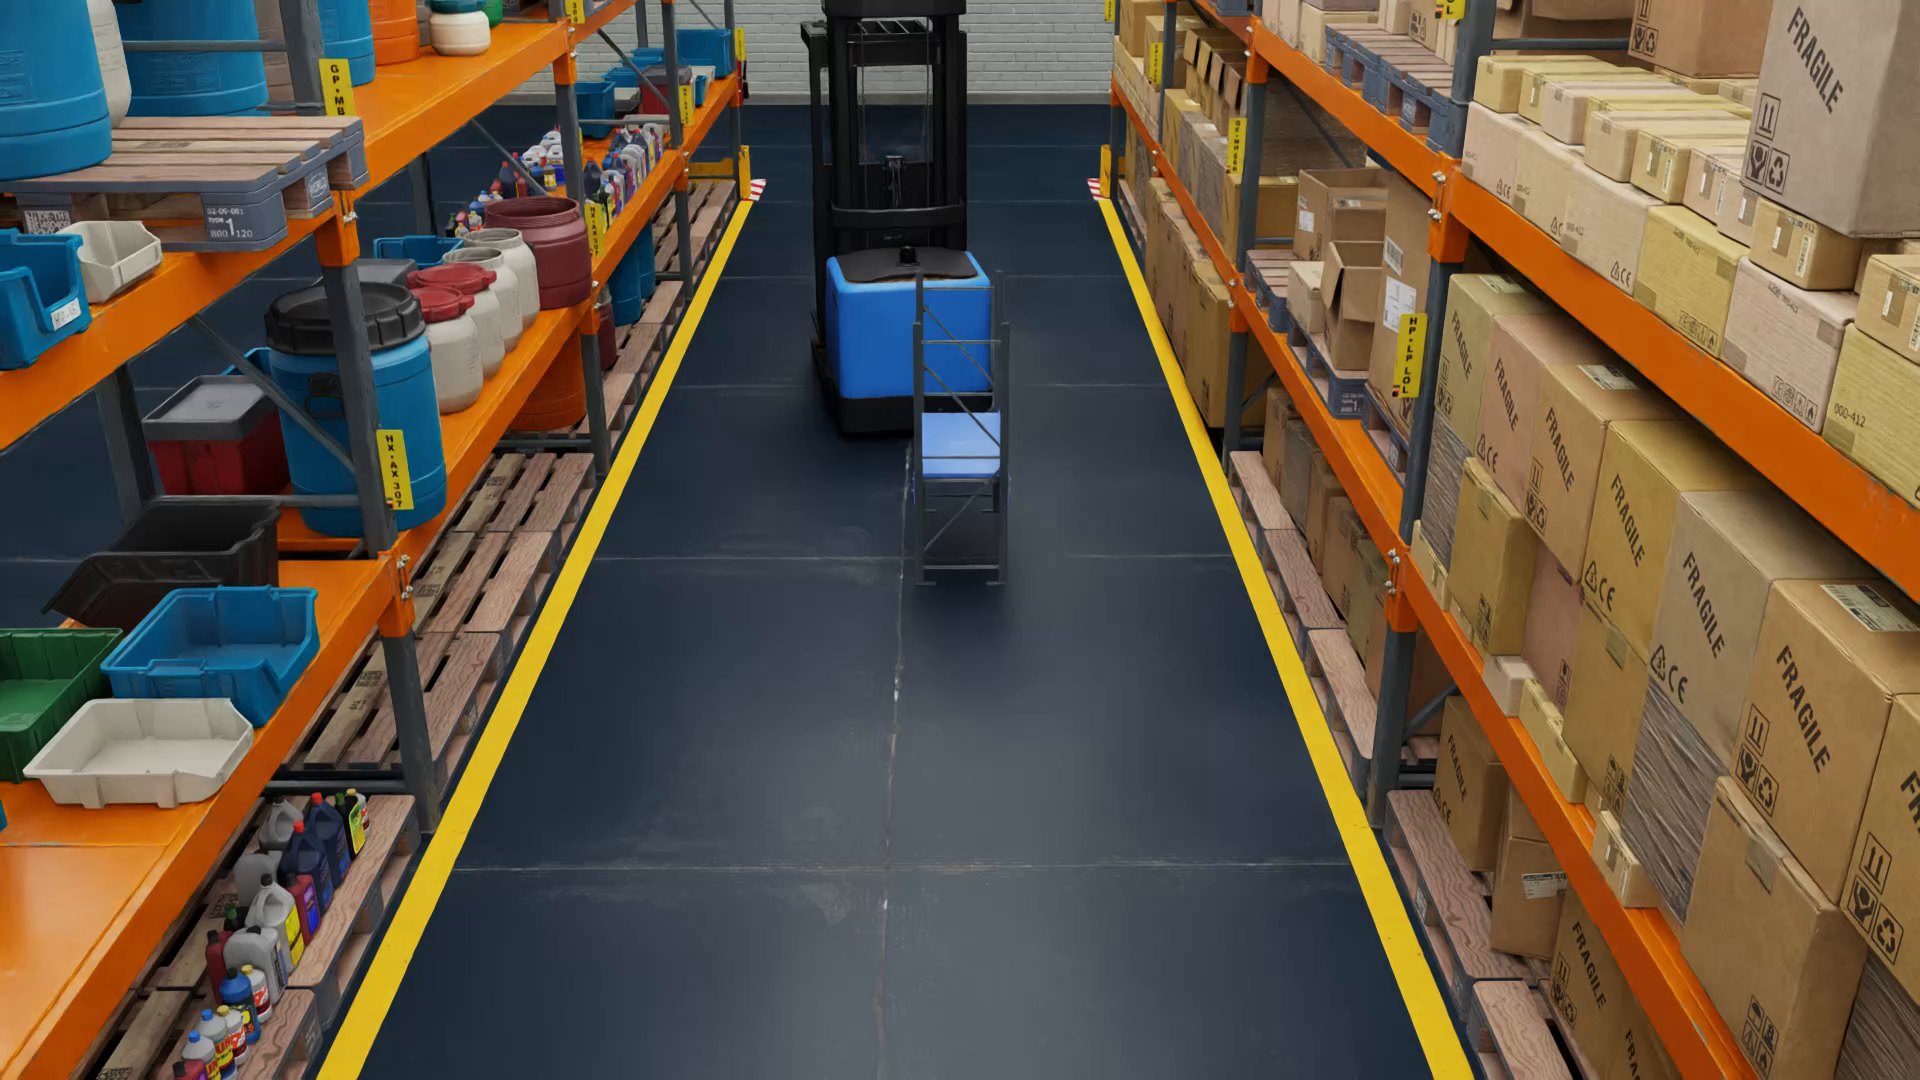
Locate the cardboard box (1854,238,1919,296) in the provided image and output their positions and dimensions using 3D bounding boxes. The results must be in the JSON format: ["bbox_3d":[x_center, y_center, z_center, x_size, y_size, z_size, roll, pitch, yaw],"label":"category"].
[{"bbox_3d":[2.065,-0.537,3.355,0.380,0.149,0.250,0,24,0],"label":"cardboard box"}]

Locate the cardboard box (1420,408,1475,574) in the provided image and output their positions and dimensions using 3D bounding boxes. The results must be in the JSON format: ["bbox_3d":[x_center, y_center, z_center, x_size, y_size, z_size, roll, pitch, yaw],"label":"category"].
[{"bbox_3d":[2.183,-0.161,5.984,0.875,0.500,0.500,0,24,-1],"label":"cardboard box"}]

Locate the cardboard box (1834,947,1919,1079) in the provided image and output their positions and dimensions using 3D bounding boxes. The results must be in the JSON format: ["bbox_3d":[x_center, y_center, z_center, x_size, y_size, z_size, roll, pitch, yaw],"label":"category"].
[{"bbox_3d":[2.305,1.074,3.252,0.875,0.500,0.500,0,24,-1],"label":"cardboard box"}]

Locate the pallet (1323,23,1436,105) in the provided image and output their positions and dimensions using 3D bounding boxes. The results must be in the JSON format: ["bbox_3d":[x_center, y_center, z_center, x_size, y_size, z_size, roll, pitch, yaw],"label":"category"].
[{"bbox_3d":[2.325,-2.129,7.406,1.213,0.211,1.003,0,24,-1],"label":"pallet"}]

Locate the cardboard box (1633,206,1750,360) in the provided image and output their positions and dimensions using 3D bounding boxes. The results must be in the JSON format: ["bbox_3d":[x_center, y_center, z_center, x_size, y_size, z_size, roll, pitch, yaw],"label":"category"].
[{"bbox_3d":[2.008,-0.638,4.062,0.500,0.250,0.500,-1,24,-1],"label":"cardboard box"}]

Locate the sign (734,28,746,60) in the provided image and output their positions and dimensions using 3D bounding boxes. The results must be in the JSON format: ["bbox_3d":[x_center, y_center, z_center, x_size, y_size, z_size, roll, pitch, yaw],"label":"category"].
[{"bbox_3d":[-2.294,-5.172,17.347,0.100,0.325,0.005,0,24,-1],"label":"sign"}]

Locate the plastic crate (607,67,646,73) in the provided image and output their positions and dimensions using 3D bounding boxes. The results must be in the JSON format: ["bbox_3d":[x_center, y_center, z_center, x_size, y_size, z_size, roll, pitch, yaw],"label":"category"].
[{"bbox_3d":[-3.156,-4.394,15.955,0.416,0.233,0.300,0,24,-1],"label":"plastic crate"}]

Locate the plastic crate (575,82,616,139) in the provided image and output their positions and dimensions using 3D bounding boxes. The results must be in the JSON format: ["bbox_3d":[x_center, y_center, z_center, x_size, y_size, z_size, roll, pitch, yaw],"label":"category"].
[{"bbox_3d":[-3.147,-3.651,14.129,0.392,0.384,0.575,0,24,-1],"label":"plastic crate"}]

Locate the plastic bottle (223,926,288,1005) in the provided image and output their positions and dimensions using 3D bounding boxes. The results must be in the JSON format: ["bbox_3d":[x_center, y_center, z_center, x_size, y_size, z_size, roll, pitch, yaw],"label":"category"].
[{"bbox_3d":[-2.414,1.440,5.697,0.152,0.276,0.135,0,24,0],"label":"plastic bottle"}]

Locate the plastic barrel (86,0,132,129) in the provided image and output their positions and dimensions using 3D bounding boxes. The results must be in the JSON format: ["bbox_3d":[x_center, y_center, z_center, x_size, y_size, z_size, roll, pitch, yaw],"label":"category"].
[{"bbox_3d":[-2.905,-1.574,5.306,0.421,0.512,0.421,0,24,0],"label":"plastic barrel"}]

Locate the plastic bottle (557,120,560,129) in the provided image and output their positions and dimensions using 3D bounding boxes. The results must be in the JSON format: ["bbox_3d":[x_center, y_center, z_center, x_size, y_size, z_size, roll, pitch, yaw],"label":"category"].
[{"bbox_3d":[-3.223,-3.234,13.402,0.061,0.283,0.133,0,24,-1],"label":"plastic bottle"}]

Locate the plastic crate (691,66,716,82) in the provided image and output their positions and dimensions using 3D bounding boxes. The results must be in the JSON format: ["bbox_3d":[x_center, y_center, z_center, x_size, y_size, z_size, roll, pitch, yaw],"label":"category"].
[{"bbox_3d":[-2.654,-4.660,16.662,0.396,0.136,0.243,0,24,-1],"label":"plastic crate"}]

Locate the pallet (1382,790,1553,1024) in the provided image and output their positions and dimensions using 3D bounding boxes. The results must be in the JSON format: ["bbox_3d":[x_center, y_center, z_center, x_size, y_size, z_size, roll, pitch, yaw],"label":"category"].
[{"bbox_3d":[2.282,1.381,6.440,1.003,0.211,1.213,0,24,-1],"label":"pallet"}]

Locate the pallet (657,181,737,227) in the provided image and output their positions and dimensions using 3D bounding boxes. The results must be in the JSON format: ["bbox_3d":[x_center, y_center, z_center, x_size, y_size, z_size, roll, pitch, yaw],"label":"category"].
[{"bbox_3d":[-2.874,-3.478,17.184,1.003,0.211,1.213,0,24,-1],"label":"pallet"}]

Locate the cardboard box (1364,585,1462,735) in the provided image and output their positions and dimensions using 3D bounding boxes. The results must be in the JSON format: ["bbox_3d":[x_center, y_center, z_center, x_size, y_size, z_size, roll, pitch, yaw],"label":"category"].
[{"bbox_3d":[2.254,0.519,7.461,0.700,0.500,0.500,-2,24,-5],"label":"cardboard box"}]

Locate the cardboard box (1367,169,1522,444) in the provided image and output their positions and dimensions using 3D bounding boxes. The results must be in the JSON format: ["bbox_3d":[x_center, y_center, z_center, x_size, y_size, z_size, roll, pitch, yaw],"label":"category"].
[{"bbox_3d":[2.371,-0.959,6.992,1.000,1.000,1.000,0,24,0],"label":"cardboard box"}]

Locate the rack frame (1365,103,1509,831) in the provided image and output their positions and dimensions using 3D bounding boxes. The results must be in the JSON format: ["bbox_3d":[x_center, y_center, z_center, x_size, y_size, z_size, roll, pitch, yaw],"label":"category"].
[{"bbox_3d":[2.240,-0.166,6.477,1.000,3.000,0.127,0,24,-1],"label":"rack frame"}]

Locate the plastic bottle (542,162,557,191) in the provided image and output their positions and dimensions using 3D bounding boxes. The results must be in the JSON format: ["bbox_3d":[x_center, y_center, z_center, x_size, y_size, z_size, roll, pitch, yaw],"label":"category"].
[{"bbox_3d":[-3.039,-2.688,12.295,0.097,0.201,0.097,0,24,0],"label":"plastic bottle"}]

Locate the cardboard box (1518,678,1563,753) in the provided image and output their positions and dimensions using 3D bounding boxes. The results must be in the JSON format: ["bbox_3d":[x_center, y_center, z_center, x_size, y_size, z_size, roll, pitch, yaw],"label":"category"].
[{"bbox_3d":[1.979,0.553,5.191,0.380,0.149,0.250,0,24,-1],"label":"cardboard box"}]

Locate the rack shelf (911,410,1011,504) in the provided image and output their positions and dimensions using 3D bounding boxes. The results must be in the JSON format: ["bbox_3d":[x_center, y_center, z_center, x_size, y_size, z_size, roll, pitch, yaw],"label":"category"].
[{"bbox_3d":[0.001,-0.484,9.437,0.538,0.185,1.000,0,24,-1],"label":"rack shelf"}]

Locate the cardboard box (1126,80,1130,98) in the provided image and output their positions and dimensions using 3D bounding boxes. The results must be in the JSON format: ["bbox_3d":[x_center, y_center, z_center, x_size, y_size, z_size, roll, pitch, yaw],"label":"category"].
[{"bbox_3d":[1.799,-4.319,15.964,0.380,0.149,0.250,-1,24,-1],"label":"cardboard box"}]

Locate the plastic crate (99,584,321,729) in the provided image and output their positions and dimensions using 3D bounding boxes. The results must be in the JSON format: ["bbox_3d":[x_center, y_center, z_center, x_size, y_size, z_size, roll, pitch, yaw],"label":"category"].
[{"bbox_3d":[-2.430,0.379,5.453,0.499,0.251,0.616,0,24,-1],"label":"plastic crate"}]

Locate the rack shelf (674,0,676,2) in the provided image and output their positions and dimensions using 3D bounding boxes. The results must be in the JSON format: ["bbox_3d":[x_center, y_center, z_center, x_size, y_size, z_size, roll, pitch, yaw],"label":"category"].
[{"bbox_3d":[-2.822,-5.303,15.069,1.077,0.370,4.000,0,24,-1],"label":"rack shelf"}]

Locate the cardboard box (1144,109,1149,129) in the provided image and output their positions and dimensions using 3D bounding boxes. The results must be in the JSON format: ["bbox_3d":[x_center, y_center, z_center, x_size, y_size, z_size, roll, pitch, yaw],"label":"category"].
[{"bbox_3d":[1.816,-3.684,14.560,0.380,0.149,0.250,-1,24,-1],"label":"cardboard box"}]

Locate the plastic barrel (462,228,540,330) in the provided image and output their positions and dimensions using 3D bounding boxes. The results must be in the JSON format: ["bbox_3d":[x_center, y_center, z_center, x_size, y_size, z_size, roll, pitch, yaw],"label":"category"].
[{"bbox_3d":[-2.532,-1.420,9.114,0.421,0.512,0.421,0,24,0],"label":"plastic barrel"}]

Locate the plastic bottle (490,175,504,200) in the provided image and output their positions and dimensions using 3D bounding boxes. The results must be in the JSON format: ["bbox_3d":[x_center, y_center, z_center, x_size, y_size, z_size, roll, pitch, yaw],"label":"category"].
[{"bbox_3d":[-3.200,-2.375,11.502,0.061,0.283,0.133,0,24,-1],"label":"plastic bottle"}]

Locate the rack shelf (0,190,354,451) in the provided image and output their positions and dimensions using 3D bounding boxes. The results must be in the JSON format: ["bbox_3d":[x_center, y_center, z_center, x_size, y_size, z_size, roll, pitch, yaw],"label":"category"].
[{"bbox_3d":[-2.691,-0.359,4.136,1.077,0.370,4.000,0,24,-1],"label":"rack shelf"}]

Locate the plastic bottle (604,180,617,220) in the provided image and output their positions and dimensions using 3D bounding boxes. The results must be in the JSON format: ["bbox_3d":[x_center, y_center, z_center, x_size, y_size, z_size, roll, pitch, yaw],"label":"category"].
[{"bbox_3d":[-2.422,-2.342,11.444,0.097,0.271,0.097,0,24,0],"label":"plastic bottle"}]

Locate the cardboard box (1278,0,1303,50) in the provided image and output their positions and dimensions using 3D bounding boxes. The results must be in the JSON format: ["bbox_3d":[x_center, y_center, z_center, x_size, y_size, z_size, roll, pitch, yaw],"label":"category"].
[{"bbox_3d":[1.952,-2.706,8.636,0.500,0.250,0.500,0,24,1],"label":"cardboard box"}]

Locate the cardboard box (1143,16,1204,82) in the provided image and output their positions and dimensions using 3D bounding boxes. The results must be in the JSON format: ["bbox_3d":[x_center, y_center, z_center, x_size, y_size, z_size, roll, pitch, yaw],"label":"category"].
[{"bbox_3d":[1.879,-4.266,14.453,0.500,0.500,0.500,0,24,0],"label":"cardboard box"}]

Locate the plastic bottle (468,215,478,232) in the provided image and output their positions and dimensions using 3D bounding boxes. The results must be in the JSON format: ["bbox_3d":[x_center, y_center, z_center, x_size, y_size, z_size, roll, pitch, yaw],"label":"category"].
[{"bbox_3d":[-3.173,-2.009,10.793,0.097,0.201,0.097,0,24,0],"label":"plastic bottle"}]

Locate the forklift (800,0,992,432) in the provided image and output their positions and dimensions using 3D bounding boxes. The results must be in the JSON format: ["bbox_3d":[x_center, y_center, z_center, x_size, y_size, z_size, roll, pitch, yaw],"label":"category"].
[{"bbox_3d":[-0.537,-2.637,12.023,1.130,2.935,3.031,-4,25,-9],"label":"forklift"}]

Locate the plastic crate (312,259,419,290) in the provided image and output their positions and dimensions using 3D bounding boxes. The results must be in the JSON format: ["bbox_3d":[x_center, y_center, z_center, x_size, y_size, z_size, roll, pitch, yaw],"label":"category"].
[{"bbox_3d":[-3.045,-1.154,8.584,0.402,0.464,0.583,0,24,-1],"label":"plastic crate"}]

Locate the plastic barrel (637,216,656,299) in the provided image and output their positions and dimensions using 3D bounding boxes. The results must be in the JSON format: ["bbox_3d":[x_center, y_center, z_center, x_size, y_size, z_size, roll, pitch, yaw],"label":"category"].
[{"bbox_3d":[-2.812,-2.451,13.567,0.600,0.901,0.708,0,24,-1],"label":"plastic barrel"}]

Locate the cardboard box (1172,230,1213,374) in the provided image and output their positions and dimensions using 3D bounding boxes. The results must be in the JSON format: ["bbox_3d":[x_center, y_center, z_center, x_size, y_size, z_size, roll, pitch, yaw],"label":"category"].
[{"bbox_3d":[2.207,-1.689,11.914,1.225,0.875,0.875,0,24,0],"label":"cardboard box"}]

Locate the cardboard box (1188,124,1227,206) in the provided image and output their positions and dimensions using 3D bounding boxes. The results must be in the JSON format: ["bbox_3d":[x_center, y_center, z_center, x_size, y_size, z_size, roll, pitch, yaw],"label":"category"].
[{"bbox_3d":[1.930,-2.691,11.939,0.500,0.500,0.500,0,24,0],"label":"cardboard box"}]

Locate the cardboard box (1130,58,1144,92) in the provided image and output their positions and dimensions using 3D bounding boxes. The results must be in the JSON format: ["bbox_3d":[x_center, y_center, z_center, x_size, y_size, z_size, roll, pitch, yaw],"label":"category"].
[{"bbox_3d":[1.869,-4.343,15.533,0.500,0.250,0.500,-1,24,-2],"label":"cardboard box"}]

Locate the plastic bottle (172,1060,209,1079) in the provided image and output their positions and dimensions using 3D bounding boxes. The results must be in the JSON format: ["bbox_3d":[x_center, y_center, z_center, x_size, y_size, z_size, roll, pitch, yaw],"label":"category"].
[{"bbox_3d":[-2.362,1.700,5.114,0.061,0.283,0.133,0,24,0],"label":"plastic bottle"}]

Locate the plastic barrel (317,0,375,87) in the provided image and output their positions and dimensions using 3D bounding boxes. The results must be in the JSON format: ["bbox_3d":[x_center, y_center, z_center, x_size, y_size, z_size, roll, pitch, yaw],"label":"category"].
[{"bbox_3d":[-2.950,-2.486,7.359,0.600,0.901,0.708,0,24,-1],"label":"plastic barrel"}]

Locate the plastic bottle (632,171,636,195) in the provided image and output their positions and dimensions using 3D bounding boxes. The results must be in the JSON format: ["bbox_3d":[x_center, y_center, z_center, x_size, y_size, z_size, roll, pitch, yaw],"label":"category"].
[{"bbox_3d":[-2.431,-2.632,12.170,0.097,0.201,0.097,0,24,0],"label":"plastic bottle"}]

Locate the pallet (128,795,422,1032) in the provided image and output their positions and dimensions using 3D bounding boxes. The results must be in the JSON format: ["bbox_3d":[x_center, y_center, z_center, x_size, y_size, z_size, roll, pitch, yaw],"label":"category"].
[{"bbox_3d":[-2.748,1.404,6.390,1.003,0.211,1.213,0,24,-1],"label":"pallet"}]

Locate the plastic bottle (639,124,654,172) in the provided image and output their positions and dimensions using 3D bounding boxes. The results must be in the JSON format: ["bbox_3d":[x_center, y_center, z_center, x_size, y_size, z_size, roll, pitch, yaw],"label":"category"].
[{"bbox_3d":[-2.463,-3.040,12.892,0.144,0.351,0.185,0,24,-1],"label":"plastic bottle"}]

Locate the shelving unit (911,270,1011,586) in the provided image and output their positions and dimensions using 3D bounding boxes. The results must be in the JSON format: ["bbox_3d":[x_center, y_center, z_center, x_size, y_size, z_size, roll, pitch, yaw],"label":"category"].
[{"bbox_3d":[0.001,-0.648,9.363,0.538,1.500,1.048,0,24,-1],"label":"shelving unit"}]

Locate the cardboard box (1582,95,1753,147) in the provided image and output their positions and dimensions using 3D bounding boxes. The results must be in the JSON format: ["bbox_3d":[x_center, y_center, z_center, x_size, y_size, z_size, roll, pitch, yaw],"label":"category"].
[{"bbox_3d":[2.033,-1.188,4.796,0.380,0.149,0.250,0,24,1],"label":"cardboard box"}]

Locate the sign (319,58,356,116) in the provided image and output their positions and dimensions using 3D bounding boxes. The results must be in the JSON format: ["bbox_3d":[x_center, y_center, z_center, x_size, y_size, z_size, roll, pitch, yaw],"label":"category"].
[{"bbox_3d":[-2.163,-1.512,5.803,0.100,0.325,0.005,0,24,-1],"label":"sign"}]

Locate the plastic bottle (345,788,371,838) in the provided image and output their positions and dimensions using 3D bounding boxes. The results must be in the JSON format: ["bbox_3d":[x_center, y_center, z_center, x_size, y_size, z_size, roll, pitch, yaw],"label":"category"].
[{"bbox_3d":[-2.398,1.079,6.586,0.097,0.201,0.097,0,24,0],"label":"plastic bottle"}]

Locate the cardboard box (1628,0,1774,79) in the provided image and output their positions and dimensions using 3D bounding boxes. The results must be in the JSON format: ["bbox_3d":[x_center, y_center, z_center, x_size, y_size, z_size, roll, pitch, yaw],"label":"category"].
[{"bbox_3d":[2.499,-1.757,5.266,0.500,0.500,0.500,-1,24,-2],"label":"cardboard box"}]

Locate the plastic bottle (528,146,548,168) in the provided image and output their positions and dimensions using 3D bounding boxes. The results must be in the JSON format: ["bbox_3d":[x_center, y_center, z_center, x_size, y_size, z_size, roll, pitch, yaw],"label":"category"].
[{"bbox_3d":[-3.166,-2.810,12.473,0.152,0.276,0.135,0,24,-1],"label":"plastic bottle"}]

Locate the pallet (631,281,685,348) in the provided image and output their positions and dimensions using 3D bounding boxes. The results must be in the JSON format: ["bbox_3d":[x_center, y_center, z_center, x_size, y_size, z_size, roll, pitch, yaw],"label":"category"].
[{"bbox_3d":[-2.834,-1.852,13.588,1.003,0.211,1.213,0,24,-1],"label":"pallet"}]

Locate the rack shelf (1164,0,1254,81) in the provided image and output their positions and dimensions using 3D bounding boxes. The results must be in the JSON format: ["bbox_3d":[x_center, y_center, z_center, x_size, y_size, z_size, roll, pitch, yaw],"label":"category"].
[{"bbox_3d":[2.174,-3.677,11.474,1.077,0.370,4.000,0,24,-1],"label":"rack shelf"}]

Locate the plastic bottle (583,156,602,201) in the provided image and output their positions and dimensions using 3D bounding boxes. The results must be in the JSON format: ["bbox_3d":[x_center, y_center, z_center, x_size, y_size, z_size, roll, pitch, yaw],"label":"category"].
[{"bbox_3d":[-2.602,-2.530,11.765,0.144,0.351,0.185,0,24,-1],"label":"plastic bottle"}]

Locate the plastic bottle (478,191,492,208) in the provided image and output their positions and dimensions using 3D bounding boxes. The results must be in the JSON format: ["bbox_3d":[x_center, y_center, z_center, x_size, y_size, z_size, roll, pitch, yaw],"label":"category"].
[{"bbox_3d":[-3.178,-2.201,11.133,0.097,0.271,0.097,0,24,0],"label":"plastic bottle"}]

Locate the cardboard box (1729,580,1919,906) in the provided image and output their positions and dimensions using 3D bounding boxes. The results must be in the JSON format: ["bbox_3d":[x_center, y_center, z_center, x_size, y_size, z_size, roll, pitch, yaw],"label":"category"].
[{"bbox_3d":[2.019,0.414,3.499,0.500,0.500,0.500,0,24,-1],"label":"cardboard box"}]

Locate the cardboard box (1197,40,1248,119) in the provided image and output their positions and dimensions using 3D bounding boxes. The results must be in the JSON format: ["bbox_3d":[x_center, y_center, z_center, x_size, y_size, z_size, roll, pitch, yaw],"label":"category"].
[{"bbox_3d":[2.163,-3.419,12.331,0.797,0.503,0.637,0,24,0],"label":"cardboard box"}]

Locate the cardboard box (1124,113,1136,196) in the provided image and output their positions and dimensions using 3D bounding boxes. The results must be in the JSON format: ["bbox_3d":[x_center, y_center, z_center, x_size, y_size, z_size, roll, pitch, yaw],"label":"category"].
[{"bbox_3d":[2.196,-4.071,17.179,0.875,0.875,0.875,0,24,-1],"label":"cardboard box"}]
